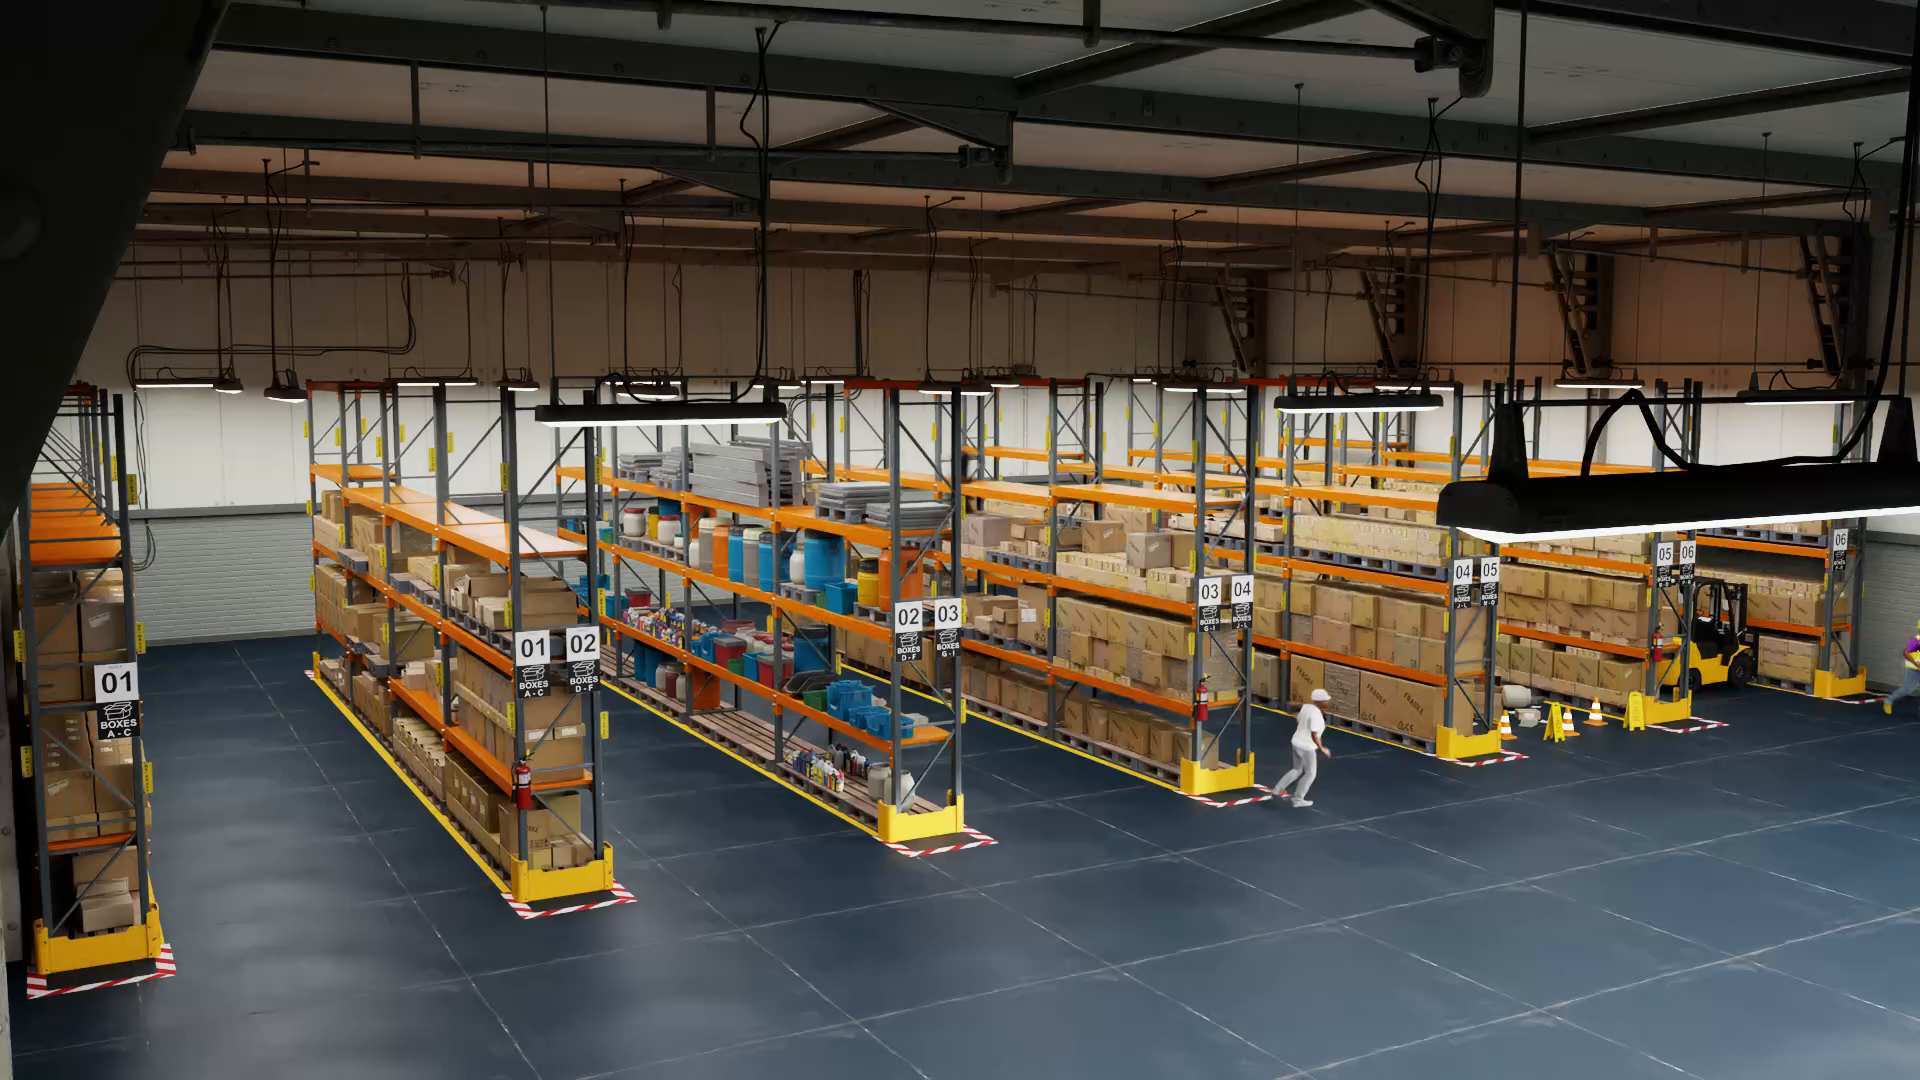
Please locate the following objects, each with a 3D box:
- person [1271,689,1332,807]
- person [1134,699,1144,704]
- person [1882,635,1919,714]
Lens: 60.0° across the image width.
[{"bbox_3d":[4.886,2.971,23.743,0.791,1.699,0.667,-1,6,-10],"label":"person"},{"bbox_3d":[3.143,2.248,31.301,0.601,1.601,0.961,-6,8,-43],"label":"person"},{"bbox_3d":[17.012,2.299,29.622,0.706,1.740,0.982,-5,8,-40],"label":"person"}]
